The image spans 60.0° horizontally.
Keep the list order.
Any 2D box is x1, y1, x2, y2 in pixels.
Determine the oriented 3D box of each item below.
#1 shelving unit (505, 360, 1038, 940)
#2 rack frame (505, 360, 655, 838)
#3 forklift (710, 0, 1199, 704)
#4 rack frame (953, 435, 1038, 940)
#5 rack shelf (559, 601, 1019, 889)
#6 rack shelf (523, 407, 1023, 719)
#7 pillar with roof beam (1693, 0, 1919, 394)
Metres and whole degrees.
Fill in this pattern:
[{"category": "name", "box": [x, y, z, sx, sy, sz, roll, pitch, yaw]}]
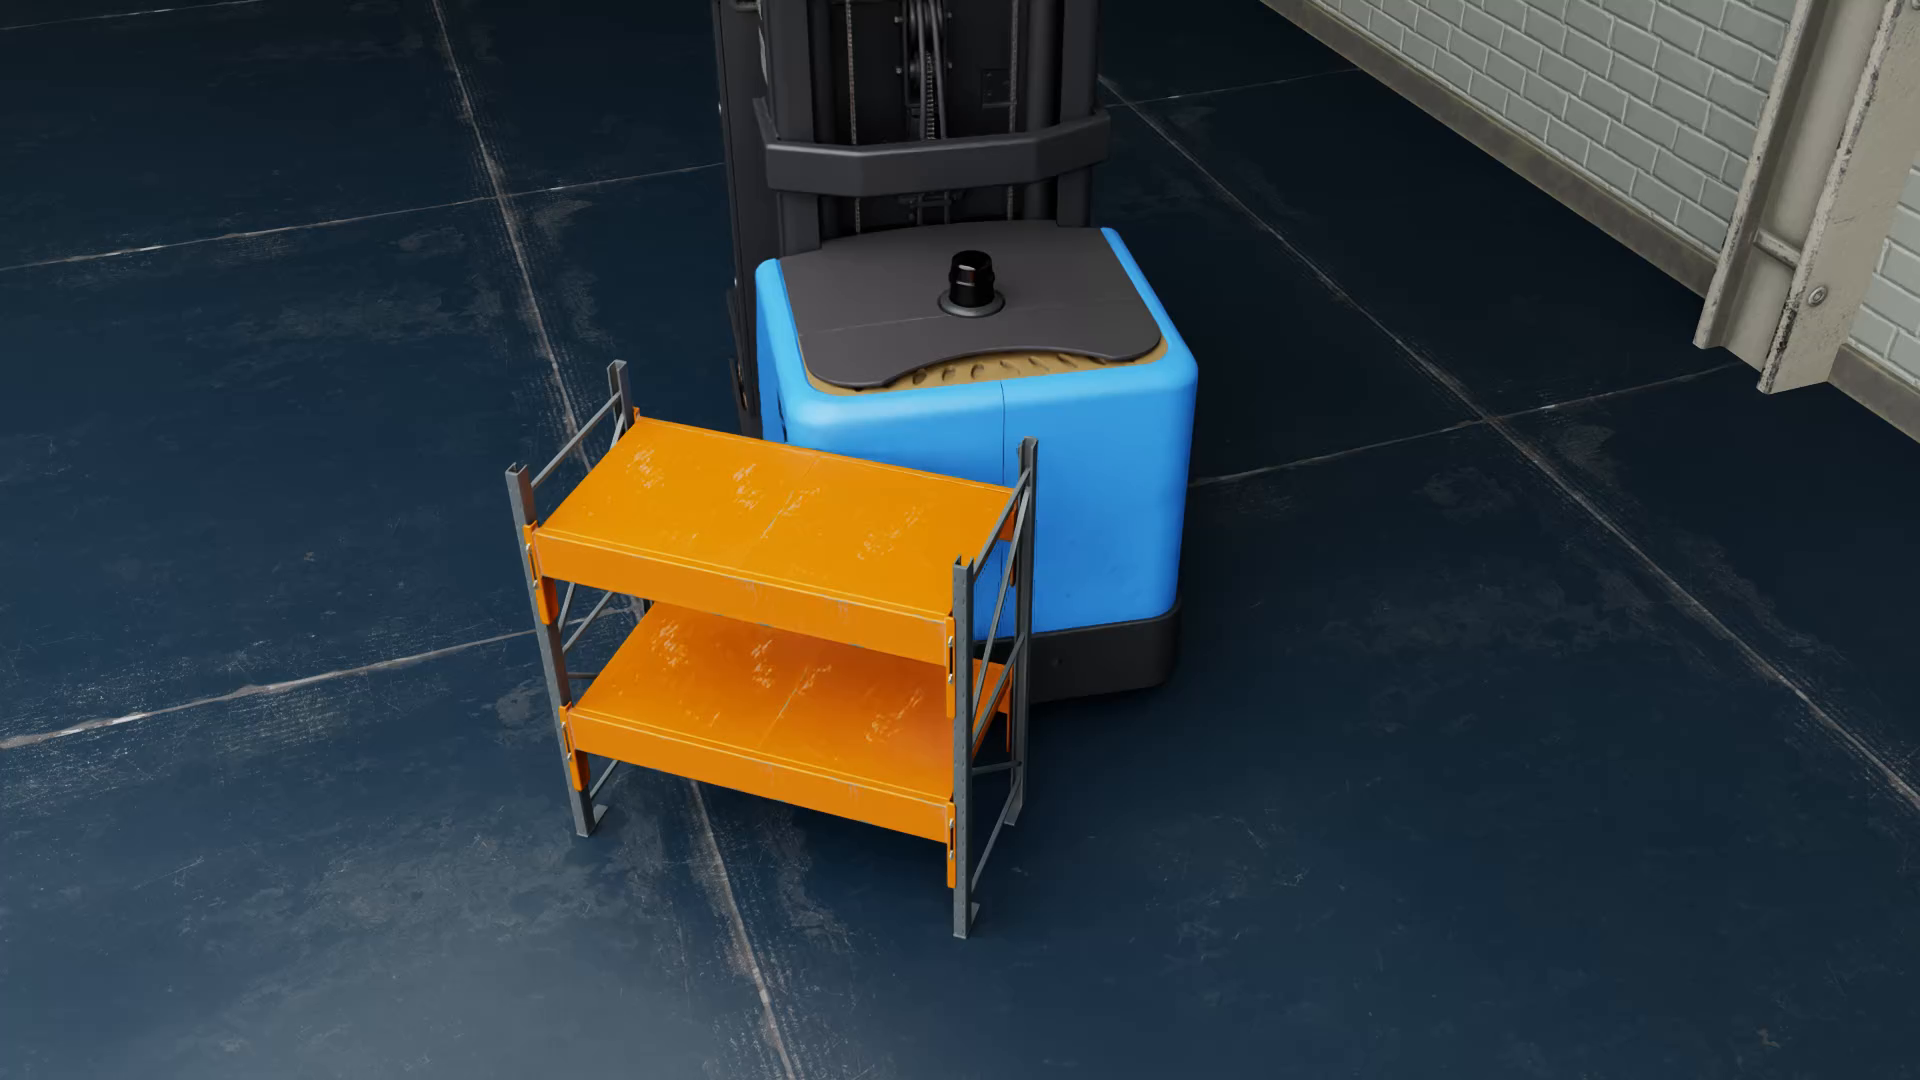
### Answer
[{"category": "shelving unit", "box": [-0.402, 0.264, 3.965, 1.048, 1.125, 0.538, 12, 38, 15]}, {"category": "rack frame", "box": [-0.884, 0.166, 4.095, 0.032, 1.125, 0.500, 12, 38, 15]}, {"category": "forklift", "box": [-0.195, -1.548, 4.869, 1.130, 2.935, 3.031, -7, 38, -9]}, {"category": "rack frame", "box": [0.079, 0.362, 3.834, 0.032, 1.125, 0.500, 12, 38, 15]}, {"category": "rack shelf", "box": [-0.402, 0.459, 4.112, 1.000, 0.278, 0.538, 12, 38, 15]}, {"category": "rack shelf", "box": [-0.402, 0.030, 3.789, 1.000, 0.278, 0.538, 12, 38, 15]}, {"category": "pillar with roof beam", "box": [-1.086, -3.366, 2.240, 9.100, 9.000, 0.400, -12, 39, -16]}]
